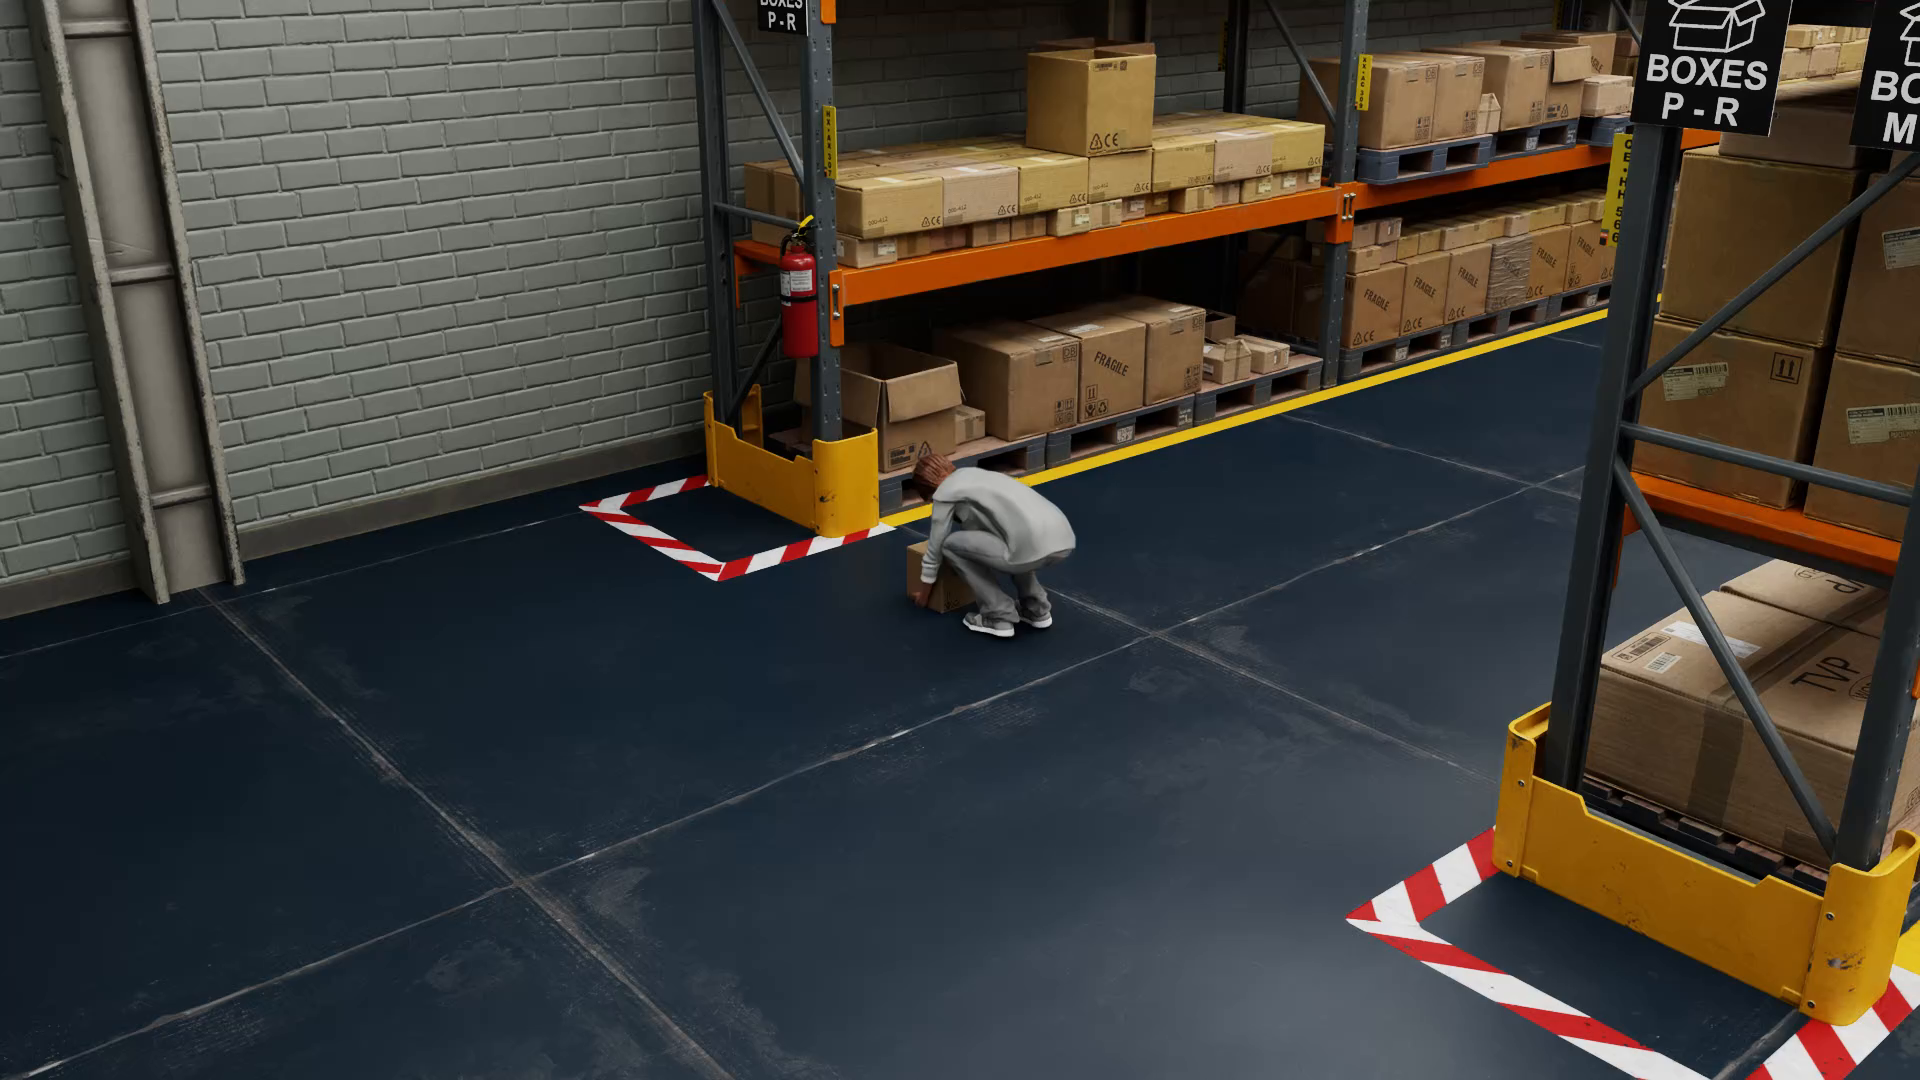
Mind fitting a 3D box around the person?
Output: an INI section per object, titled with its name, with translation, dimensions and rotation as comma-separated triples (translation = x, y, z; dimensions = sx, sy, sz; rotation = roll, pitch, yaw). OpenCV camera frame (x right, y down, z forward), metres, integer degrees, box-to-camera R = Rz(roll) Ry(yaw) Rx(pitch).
[person]
translation = 0.127, 0.040, 7.282
dimensions = 0.423, 0.718, 0.852
rotation = -18, 28, -39
